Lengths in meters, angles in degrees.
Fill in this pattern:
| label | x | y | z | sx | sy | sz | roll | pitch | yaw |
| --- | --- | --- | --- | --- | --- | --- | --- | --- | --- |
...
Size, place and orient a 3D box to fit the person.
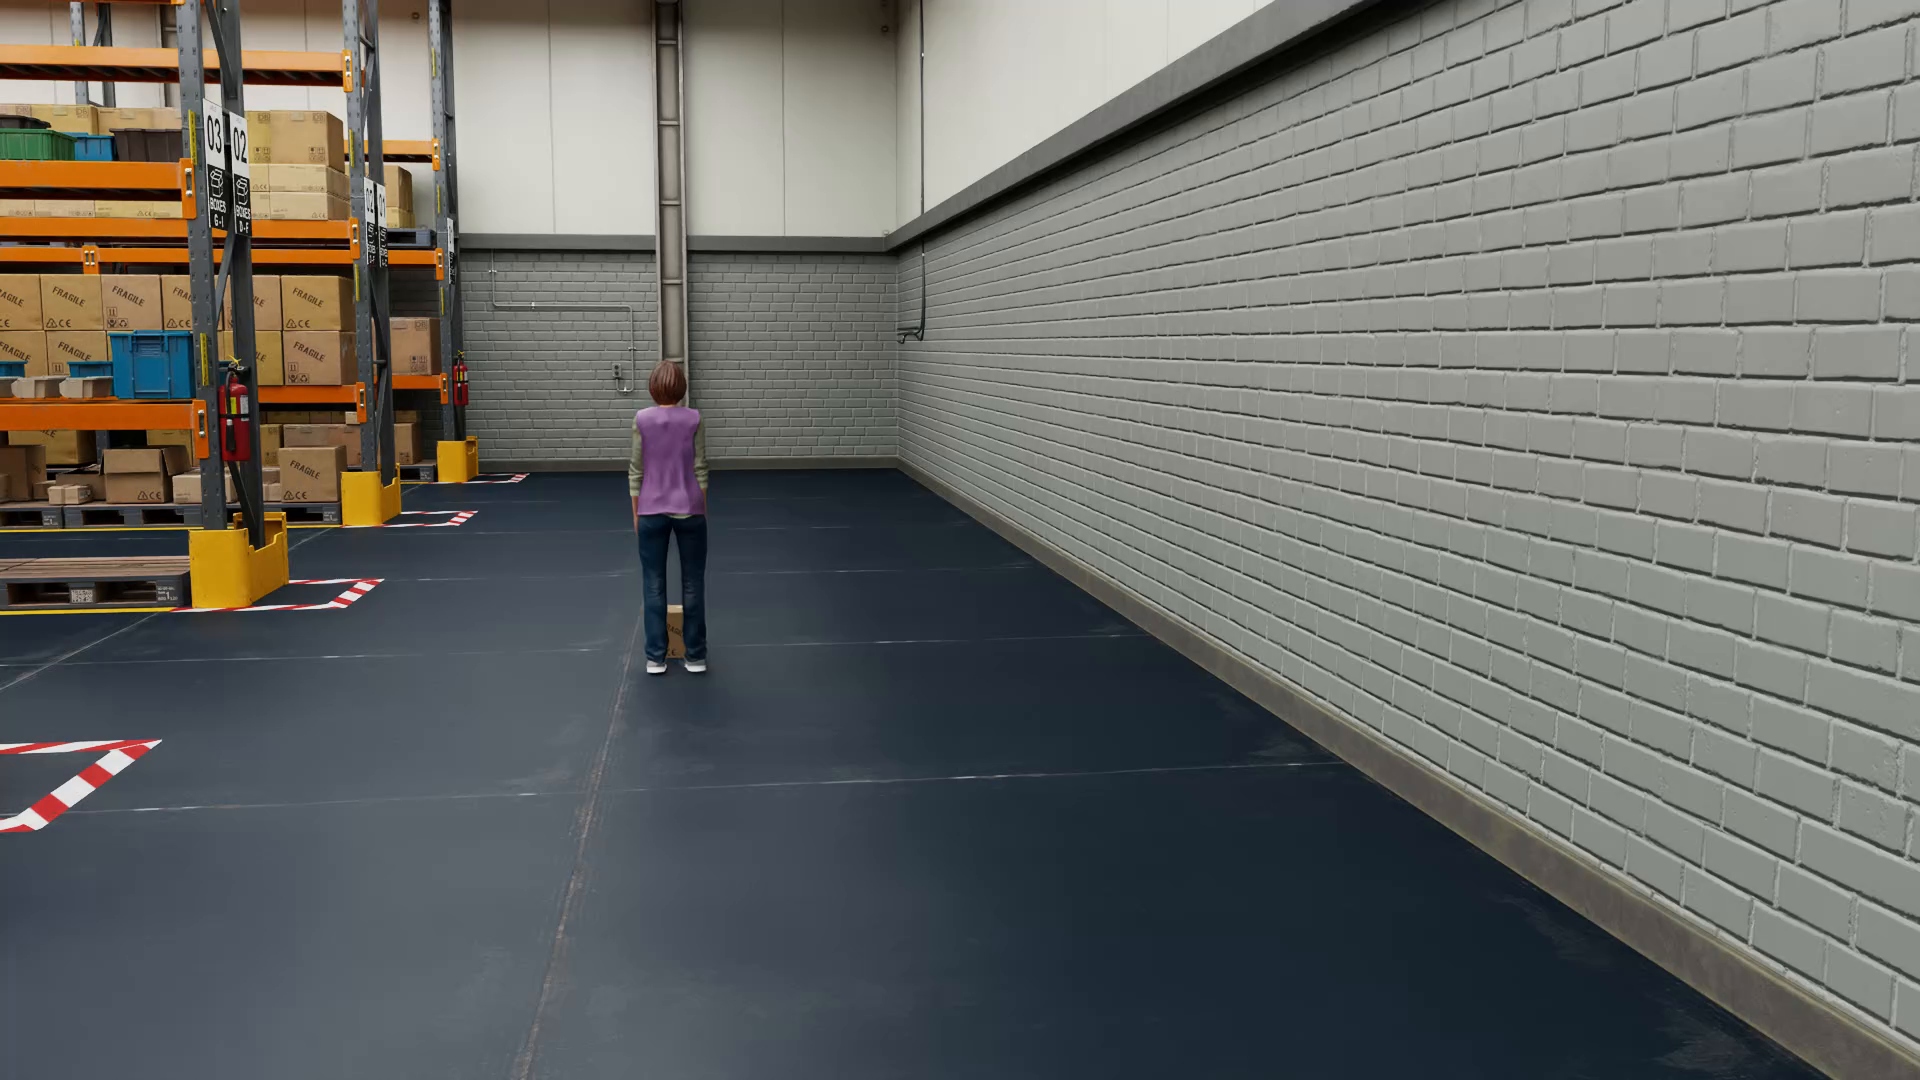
| label | x | y | z | sx | sy | sz | roll | pitch | yaw |
| --- | --- | --- | --- | --- | --- | --- | --- | --- | --- |
| person | -1.486 | -0.098 | 8.500 | 0.405 | 1.564 | 0.307 | -1 | 7 | -7 |
